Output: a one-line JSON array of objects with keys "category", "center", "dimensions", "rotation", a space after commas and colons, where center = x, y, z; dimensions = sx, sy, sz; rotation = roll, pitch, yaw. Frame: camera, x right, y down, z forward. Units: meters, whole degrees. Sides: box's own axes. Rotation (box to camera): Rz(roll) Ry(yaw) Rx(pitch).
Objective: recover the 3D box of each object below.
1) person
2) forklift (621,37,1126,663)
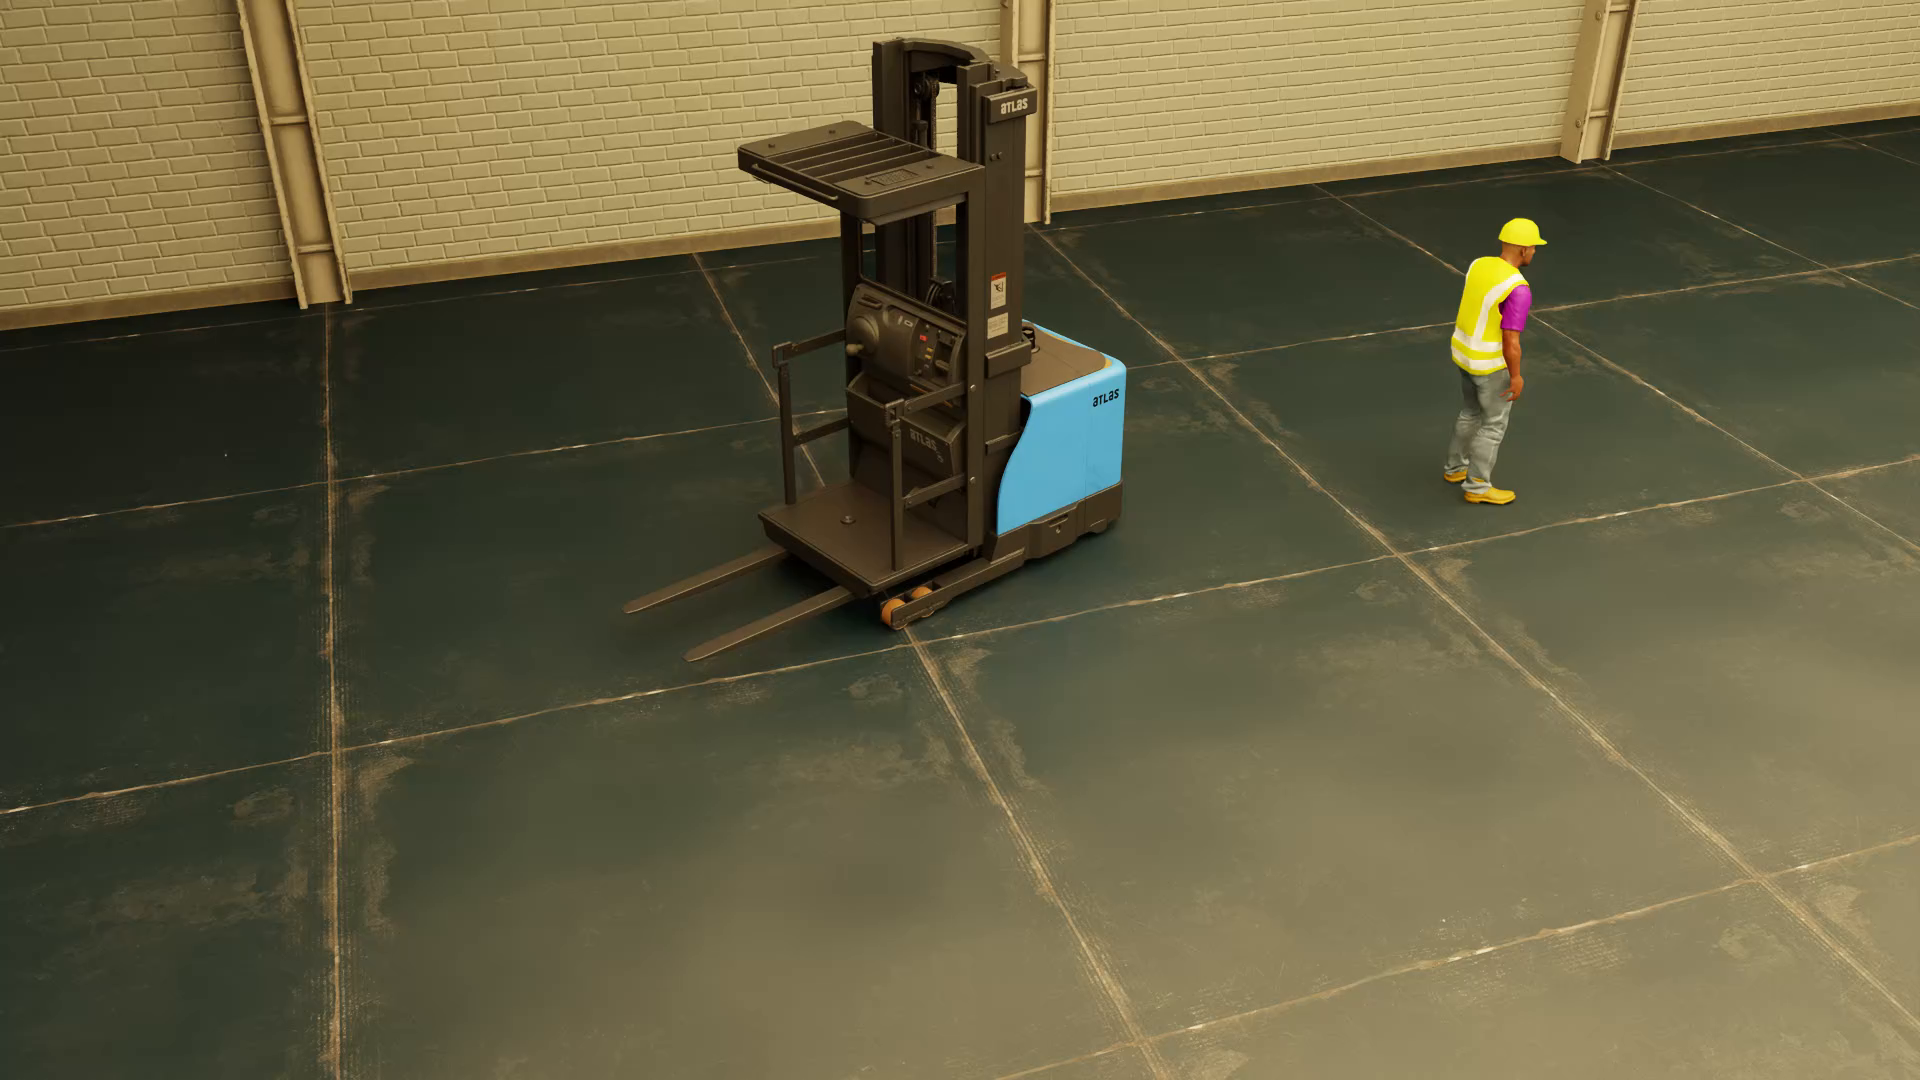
[{"category": "person", "center": [3.257, -1.107, 10.190], "dimensions": [0.461, 1.759, 0.628], "rotation": [-7, 31, -12]}, {"category": "forklift", "center": [-0.461, -1.072, 8.951], "dimensions": [3.031, 2.935, 1.130], "rotation": [-23, 37, -34]}]
